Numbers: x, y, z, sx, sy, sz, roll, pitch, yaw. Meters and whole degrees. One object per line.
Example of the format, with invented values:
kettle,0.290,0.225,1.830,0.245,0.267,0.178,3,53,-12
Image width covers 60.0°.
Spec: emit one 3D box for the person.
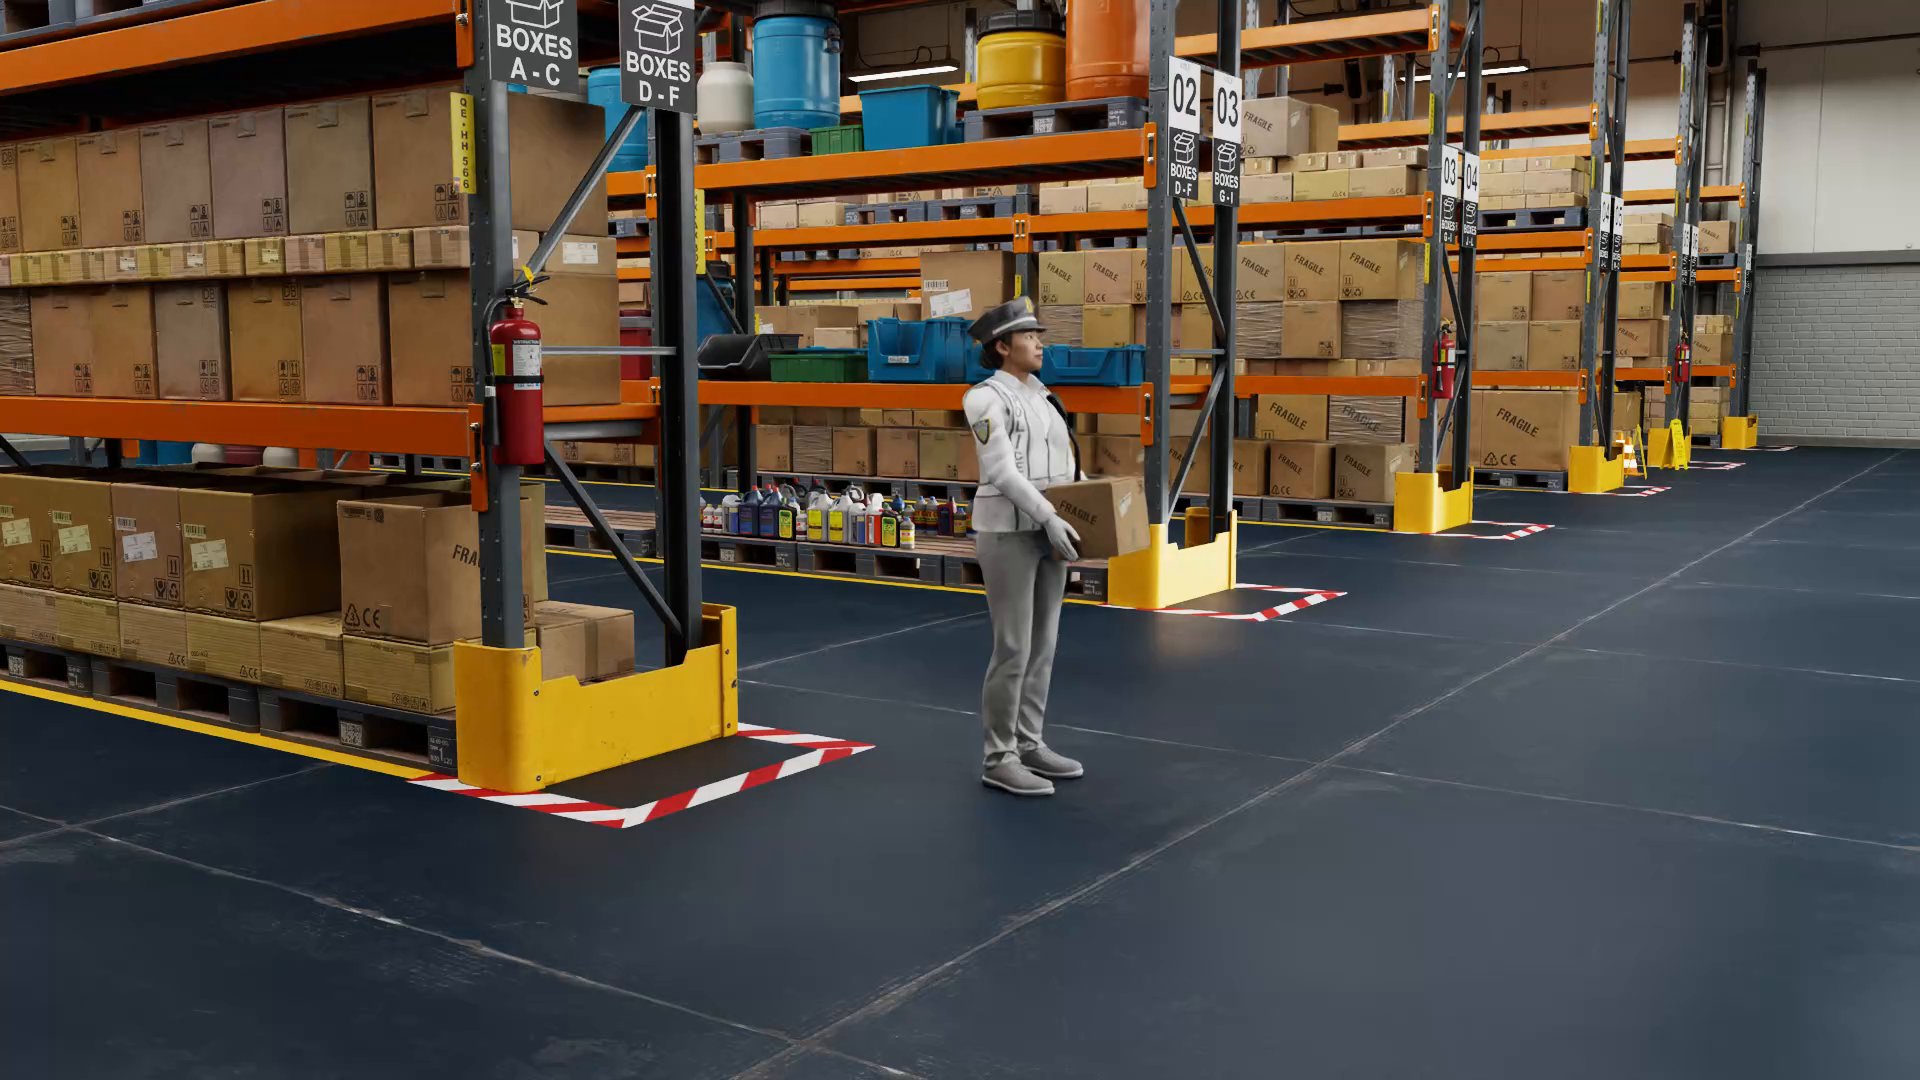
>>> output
person,0.270,0.004,5.802,0.543,1.700,0.471,5,8,38
